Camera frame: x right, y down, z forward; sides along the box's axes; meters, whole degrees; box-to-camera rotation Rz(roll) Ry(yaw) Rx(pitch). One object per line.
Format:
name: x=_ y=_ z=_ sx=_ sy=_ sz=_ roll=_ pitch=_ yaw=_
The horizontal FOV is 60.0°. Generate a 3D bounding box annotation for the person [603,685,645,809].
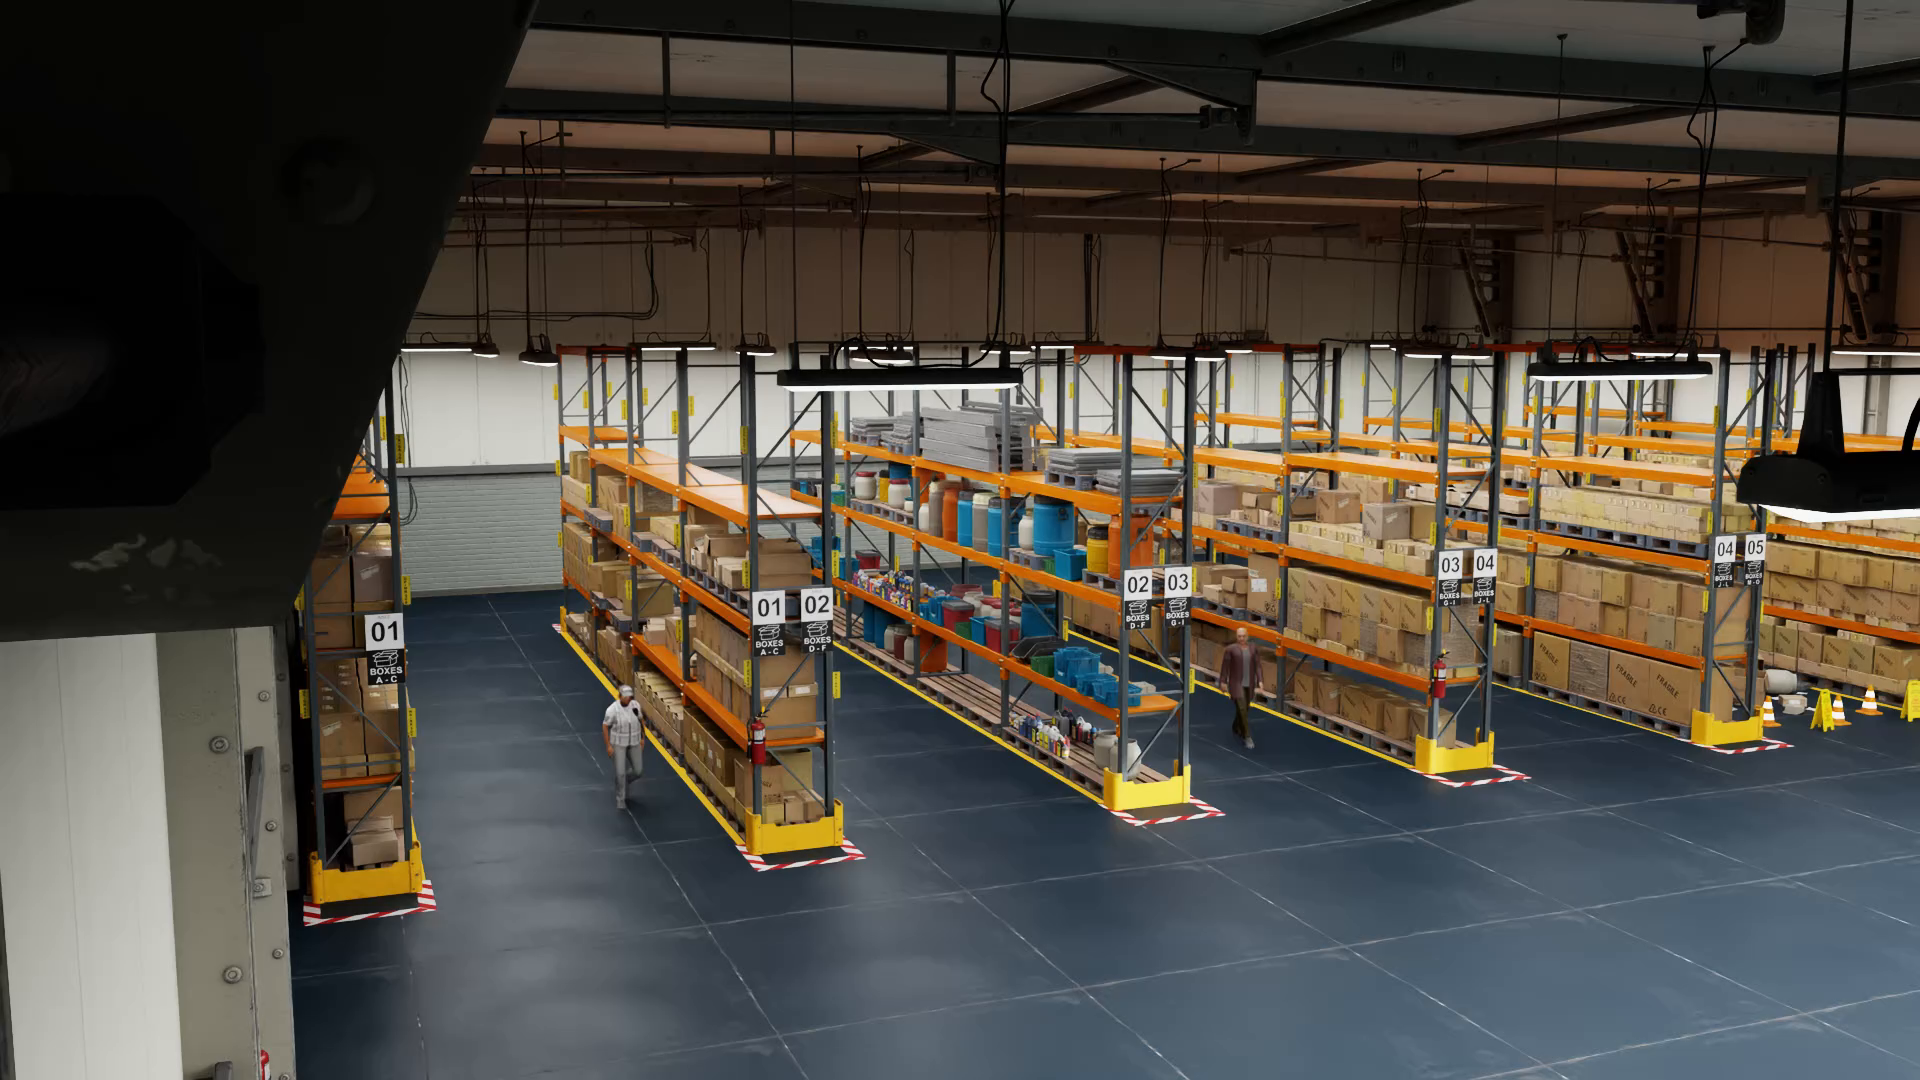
person: x=-4.488 y=2.720 z=22.189 sx=0.571 sy=1.647 sz=0.592 roll=-4 pitch=8 yaw=-30

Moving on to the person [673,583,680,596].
person: x=-6.609 y=0.546 z=39.233 sx=0.513 sy=1.587 sz=0.425 roll=2 pitch=8 yaw=18

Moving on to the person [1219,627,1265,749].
person: x=4.338 y=2.244 z=25.463 sx=0.617 sy=1.818 sz=0.846 roll=-2 pitch=8 yaw=-19

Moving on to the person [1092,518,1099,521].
person: x=3.347 y=0.250 z=41.344 sx=0.549 sy=1.613 sz=1.034 roll=-2 pitch=8 yaw=-18
